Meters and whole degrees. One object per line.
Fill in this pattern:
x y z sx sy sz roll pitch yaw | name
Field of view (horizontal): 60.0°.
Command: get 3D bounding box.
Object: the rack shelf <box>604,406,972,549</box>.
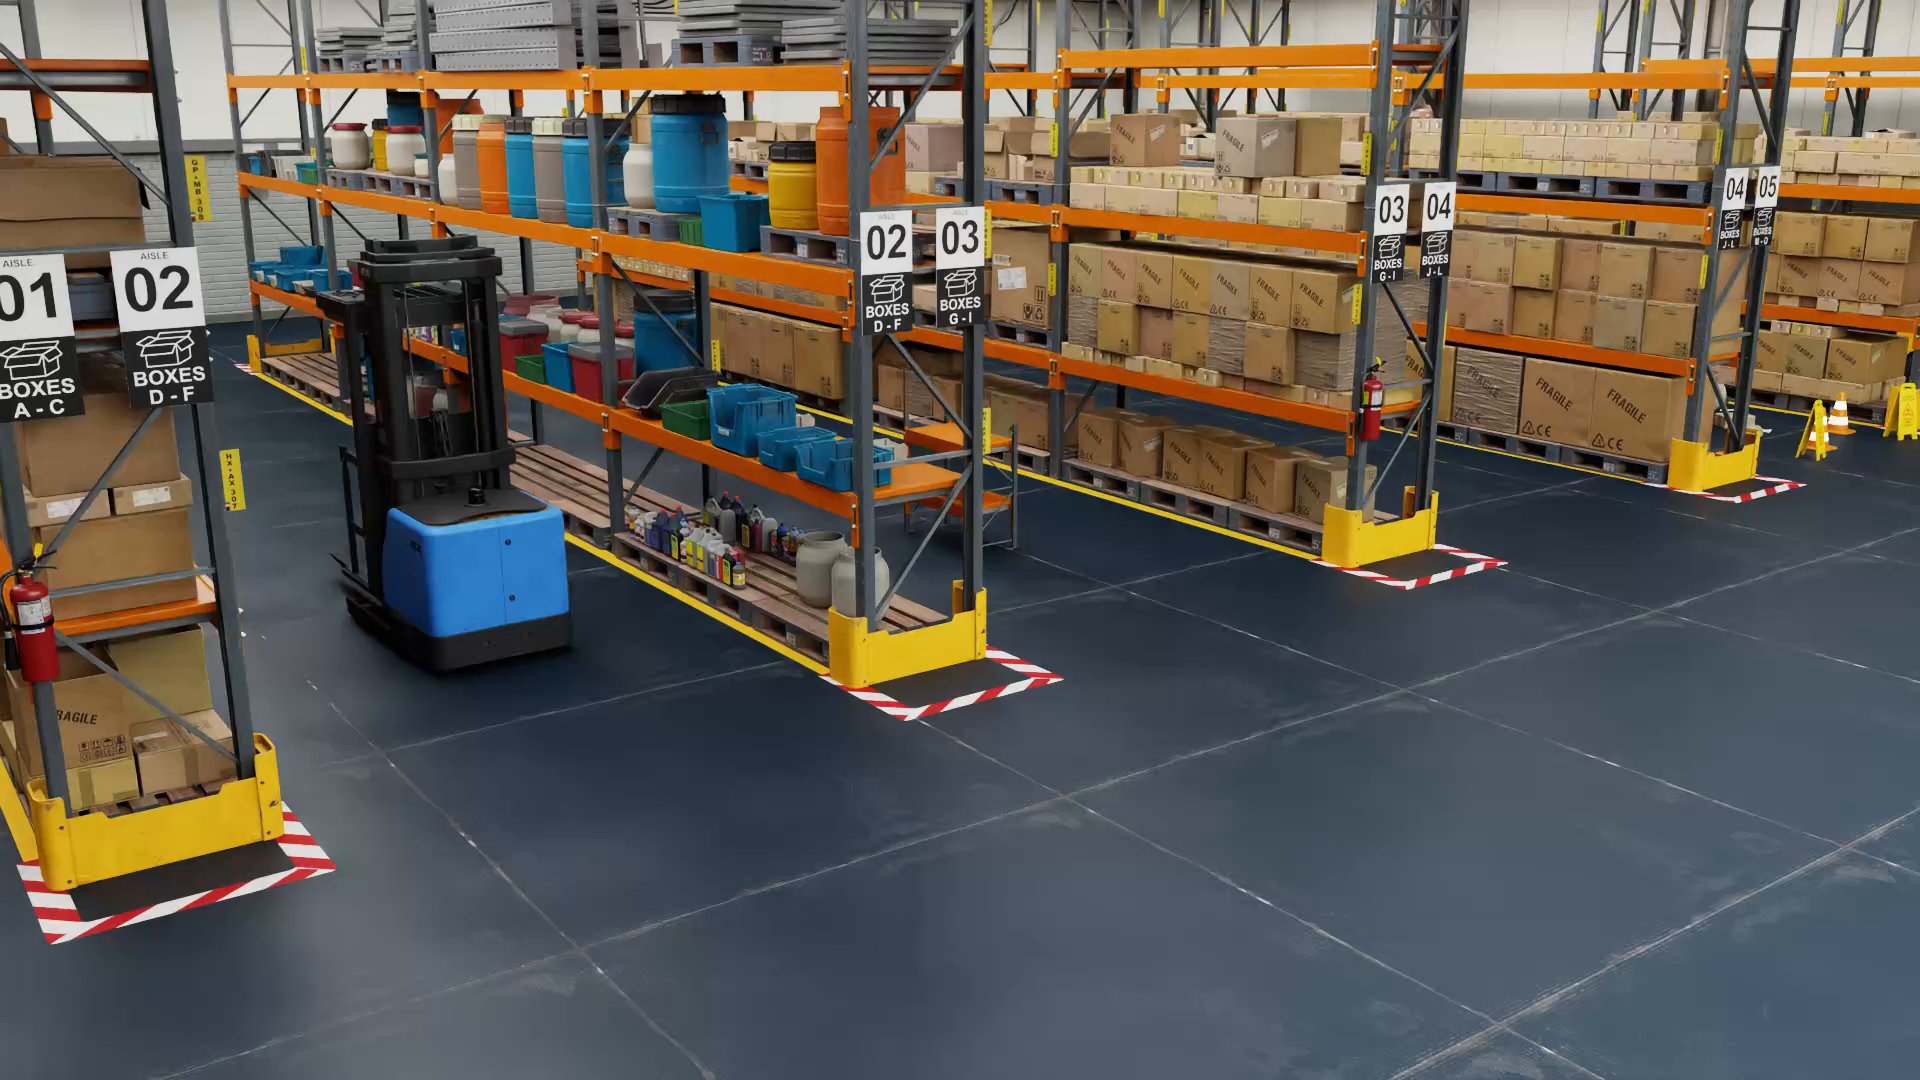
-1.453 -0.623 13.032 1.077 0.370 4.000 -11 19 -35 | rack shelf

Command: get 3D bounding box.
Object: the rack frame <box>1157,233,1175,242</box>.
3.097 -3.768 23.161 1.000 3.000 0.127 -11 19 -35 | rack frame

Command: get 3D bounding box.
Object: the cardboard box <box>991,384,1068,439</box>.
0.769 -1.411 18.452 0.700 0.500 0.500 -11 19 -35 | cardboard box

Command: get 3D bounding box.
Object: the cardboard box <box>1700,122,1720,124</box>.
7.716 -4.195 17.019 0.380 0.149 0.250 -11 19 -34 | cardboard box

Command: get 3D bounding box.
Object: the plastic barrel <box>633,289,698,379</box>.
-2.611 -1.768 14.904 0.600 0.901 0.708 -11 19 -35 | plastic barrel

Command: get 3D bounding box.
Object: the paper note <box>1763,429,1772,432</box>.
9.580 -1.310 19.806 0.142 0.019 0.148 10 18 33 | paper note

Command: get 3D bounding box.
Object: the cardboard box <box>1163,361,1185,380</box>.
2.154 -1.633 15.838 0.380 0.149 0.250 -11 19 -35 | cardboard box

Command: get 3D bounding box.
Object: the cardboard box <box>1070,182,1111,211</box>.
1.435 -3.404 16.433 0.500 0.250 0.500 -12 19 -37 | cardboard box

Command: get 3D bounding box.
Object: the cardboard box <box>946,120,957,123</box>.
-0.001 -6.555 26.243 0.380 0.149 0.250 -11 19 -35 | cardboard box

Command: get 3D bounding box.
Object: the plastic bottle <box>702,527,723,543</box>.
-2.024 0.044 13.558 0.152 0.276 0.135 -11 19 -35 | plastic bottle

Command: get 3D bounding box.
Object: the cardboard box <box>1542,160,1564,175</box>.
6.435 -3.980 17.745 0.380 0.149 0.250 -11 19 -34 | cardboard box

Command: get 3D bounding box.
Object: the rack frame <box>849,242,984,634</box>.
-0.277 -0.543 11.376 1.000 3.000 0.127 -11 19 -35 | rack frame

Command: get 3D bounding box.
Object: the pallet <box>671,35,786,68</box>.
-1.400 -3.574 12.203 1.003 0.211 1.213 -11 19 -35 | pallet

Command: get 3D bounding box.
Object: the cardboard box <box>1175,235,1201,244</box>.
3.353 -4.201 22.660 0.700 0.500 0.500 -11 19 -35 | cardboard box

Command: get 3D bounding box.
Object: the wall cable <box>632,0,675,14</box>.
-6.215 -10.916 31.818 2.277 5.999 0.120 -11 19 -35 | wall cable

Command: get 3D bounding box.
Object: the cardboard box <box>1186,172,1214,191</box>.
2.296 -3.293 15.271 0.380 0.149 0.250 -10 18 -33 | cardboard box

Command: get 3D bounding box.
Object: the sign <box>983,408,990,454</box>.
0.171 -0.761 11.648 0.100 0.325 0.005 -11 19 -35 | sign

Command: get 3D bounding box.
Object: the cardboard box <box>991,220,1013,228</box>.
0.605 -4.835 25.612 0.380 0.149 0.250 -10 18 -32 | cardboard box

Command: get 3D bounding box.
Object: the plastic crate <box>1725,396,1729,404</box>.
9.654 -1.833 21.622 0.583 0.080 0.402 10 18 33 | plastic crate

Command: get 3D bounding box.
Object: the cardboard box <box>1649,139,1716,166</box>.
7.287 -3.889 16.659 0.500 0.250 0.500 -11 19 -34 | cardboard box

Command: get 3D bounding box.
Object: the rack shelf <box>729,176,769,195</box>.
-2.150 -4.546 21.686 1.077 0.370 4.000 -11 19 -35 | rack shelf

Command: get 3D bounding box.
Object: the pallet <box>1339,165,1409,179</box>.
4.870 -4.456 20.357 0.805 0.209 1.217 -12 19 -37 | pallet

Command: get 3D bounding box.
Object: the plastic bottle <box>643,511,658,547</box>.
-2.584 -0.094 14.065 0.152 0.276 0.135 -10 18 -33 | plastic bottle

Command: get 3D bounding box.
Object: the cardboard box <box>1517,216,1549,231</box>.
8.345 -4.378 23.841 0.500 0.500 0.500 -10 18 -33 | cardboard box

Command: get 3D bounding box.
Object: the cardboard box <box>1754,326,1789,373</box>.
10.463 -2.438 21.294 0.500 0.500 0.500 -11 19 -36 | cardboard box

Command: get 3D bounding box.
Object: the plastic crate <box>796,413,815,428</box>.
-1.469 -0.962 13.409 0.530 0.136 0.437 -11 19 -35 | plastic crate

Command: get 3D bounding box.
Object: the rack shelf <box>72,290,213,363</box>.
-5.462 -1.301 9.829 1.077 0.370 4.000 -11 19 -35 | rack shelf

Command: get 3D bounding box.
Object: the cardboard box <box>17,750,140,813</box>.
-4.840 1.281 9.128 0.500 0.250 0.500 -11 19 -35 | cardboard box

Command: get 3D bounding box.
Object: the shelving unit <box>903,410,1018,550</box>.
-0.004 -0.544 14.933 0.538 1.125 1.048 -11 19 -35 | shelving unit

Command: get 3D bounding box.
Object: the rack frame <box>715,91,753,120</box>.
-3.326 -6.767 22.755 1.000 3.000 0.127 -11 19 -35 | rack frame

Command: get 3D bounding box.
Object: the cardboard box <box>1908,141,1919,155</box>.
11.308 -4.586 19.434 0.380 0.149 0.250 -11 19 -34 | cardboard box

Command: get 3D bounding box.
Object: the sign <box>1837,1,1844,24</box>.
12.975 -7.770 24.501 0.100 0.325 0.005 -11 19 -35 | sign

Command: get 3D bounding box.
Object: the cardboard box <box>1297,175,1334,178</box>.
3.190 -3.200 14.931 0.380 0.149 0.250 -11 19 -35 | cardboard box

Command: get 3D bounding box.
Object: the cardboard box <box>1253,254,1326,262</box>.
3.043 -2.359 15.368 0.500 0.500 0.500 -11 19 -35 | cardboard box

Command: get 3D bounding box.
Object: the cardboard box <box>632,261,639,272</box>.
-4.675 -4.096 24.834 0.380 0.149 0.250 -10 18 -34 | cardboard box

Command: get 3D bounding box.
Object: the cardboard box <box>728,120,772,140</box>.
-2.977 -5.449 22.636 0.700 0.500 0.500 -10 18 -33 | cardboard box

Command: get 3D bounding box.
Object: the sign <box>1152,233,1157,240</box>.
2.664 -4.202 22.703 0.100 0.325 0.005 -11 19 -35 | sign

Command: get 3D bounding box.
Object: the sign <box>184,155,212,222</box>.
-3.833 -1.766 8.358 0.100 0.325 0.005 -11 19 -35 | sign

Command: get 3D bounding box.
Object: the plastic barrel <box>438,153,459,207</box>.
-5.046 -3.638 16.791 0.421 0.512 0.421 0 15 0 | plastic barrel

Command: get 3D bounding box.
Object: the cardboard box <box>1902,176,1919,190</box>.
11.310 -4.208 19.562 0.380 0.149 0.250 -11 19 -34 | cardboard box

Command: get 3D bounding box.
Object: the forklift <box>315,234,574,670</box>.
-4.091 -0.834 12.573 1.130 2.935 3.031 -11 19 -35 | forklift

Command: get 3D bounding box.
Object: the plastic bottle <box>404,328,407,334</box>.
-6.153 -2.397 18.530 0.097 0.201 0.097 0 15 0 | plastic bottle

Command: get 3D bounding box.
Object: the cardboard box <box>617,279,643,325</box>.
-4.702 -3.587 25.729 0.875 0.875 0.875 -11 19 -35 | cardboard box

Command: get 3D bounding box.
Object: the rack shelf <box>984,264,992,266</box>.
1.921 -3.848 24.816 1.077 0.370 4.000 -11 19 -35 | rack shelf

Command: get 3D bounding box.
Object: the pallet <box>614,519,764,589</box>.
-2.267 0.098 14.318 1.003 0.211 1.213 -11 19 -35 | pallet

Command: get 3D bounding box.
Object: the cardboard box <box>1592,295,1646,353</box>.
7.205 -2.318 17.580 0.875 0.550 0.550 -11 19 -35 | cardboard box

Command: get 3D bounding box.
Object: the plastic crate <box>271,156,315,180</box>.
-8.631 -4.828 21.575 0.437 0.282 0.530 -11 19 -35 | plastic crate

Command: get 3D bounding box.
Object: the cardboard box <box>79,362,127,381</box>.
-4.895 -0.673 9.206 0.700 0.500 0.500 -11 19 -36 | cardboard box

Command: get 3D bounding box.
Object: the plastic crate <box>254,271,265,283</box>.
-9.684 -3.676 23.210 0.250 0.136 0.298 -11 19 -35 | plastic crate

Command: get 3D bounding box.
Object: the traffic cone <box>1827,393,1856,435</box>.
10.449 -1.518 19.744 0.336 0.463 0.334 -11 19 -35 | traffic cone

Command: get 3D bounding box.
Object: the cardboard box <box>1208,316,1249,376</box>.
2.778 -1.826 15.314 0.875 0.500 0.500 -11 19 -35 | cardboard box

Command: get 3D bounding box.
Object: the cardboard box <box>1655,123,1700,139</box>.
7.183 -4.093 16.648 0.380 0.149 0.250 -11 19 -34 | cardboard box

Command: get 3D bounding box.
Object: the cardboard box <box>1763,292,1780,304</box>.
10.470 -3.104 21.213 0.380 0.149 0.250 -11 19 -35 | cardboard box

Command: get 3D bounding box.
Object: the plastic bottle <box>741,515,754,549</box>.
-1.782 -0.075 13.979 0.061 0.283 0.133 -11 19 -35 | plastic bottle

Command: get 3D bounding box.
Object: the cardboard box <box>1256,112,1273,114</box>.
6.409 -8.663 34.136 0.500 0.250 0.500 -11 19 -35 | cardboard box

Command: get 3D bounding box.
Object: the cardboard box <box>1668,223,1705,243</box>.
9.760 -4.138 21.864 0.700 0.500 0.500 -11 19 -34 | cardboard box
